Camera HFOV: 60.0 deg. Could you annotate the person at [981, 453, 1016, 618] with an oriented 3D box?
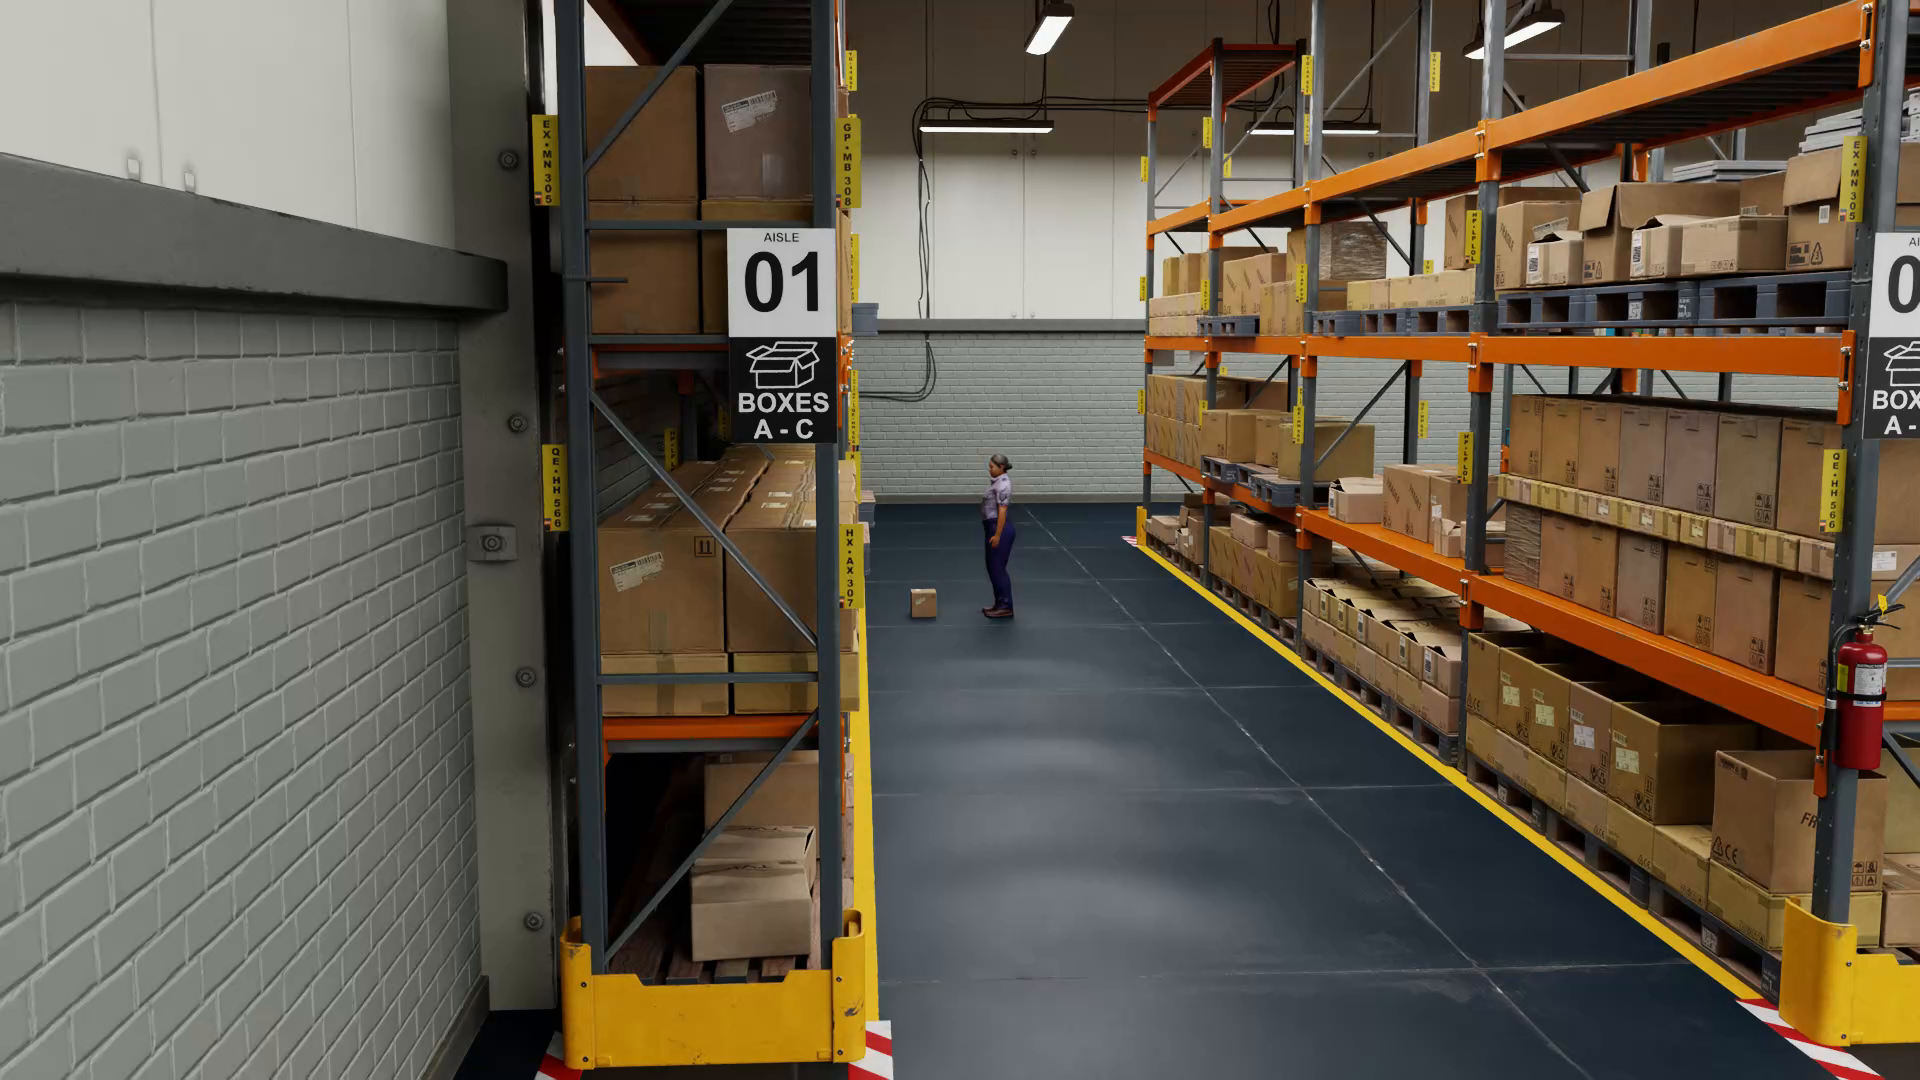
[{"bbox_3d":[0.387,-0.053,16.780,0.342,1.645,0.470,0,7,-3],"label":"person"}]
